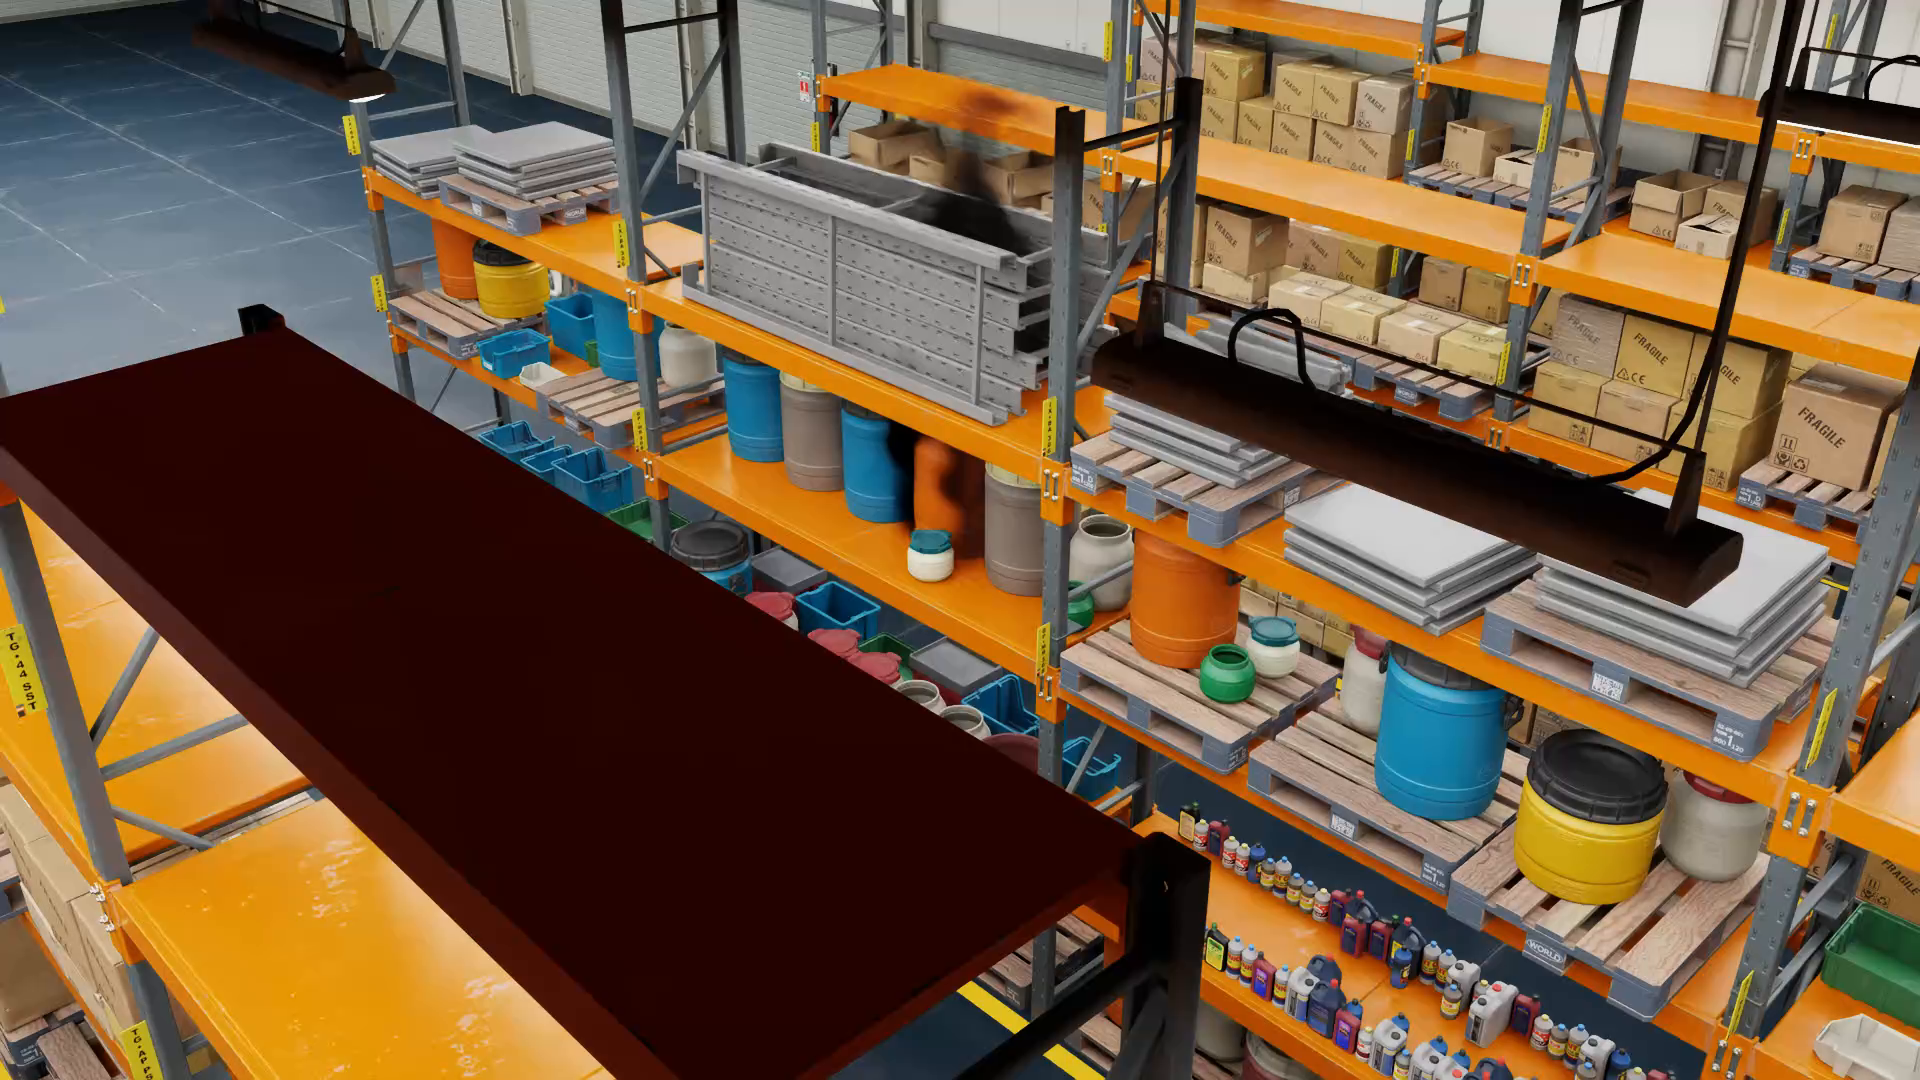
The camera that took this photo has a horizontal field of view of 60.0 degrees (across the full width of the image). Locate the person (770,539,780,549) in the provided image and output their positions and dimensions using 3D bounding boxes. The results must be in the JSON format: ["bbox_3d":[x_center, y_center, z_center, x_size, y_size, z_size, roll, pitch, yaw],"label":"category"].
[{"bbox_3d":[-1.596,0.092,14.975,0.551,1.611,0.663,-20,34,-33],"label":"person"}]

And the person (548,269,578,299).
[{"bbox_3d":[-4.804,-2.854,20.510,0.804,1.626,0.556,-4,28,-8],"label":"person"}]
